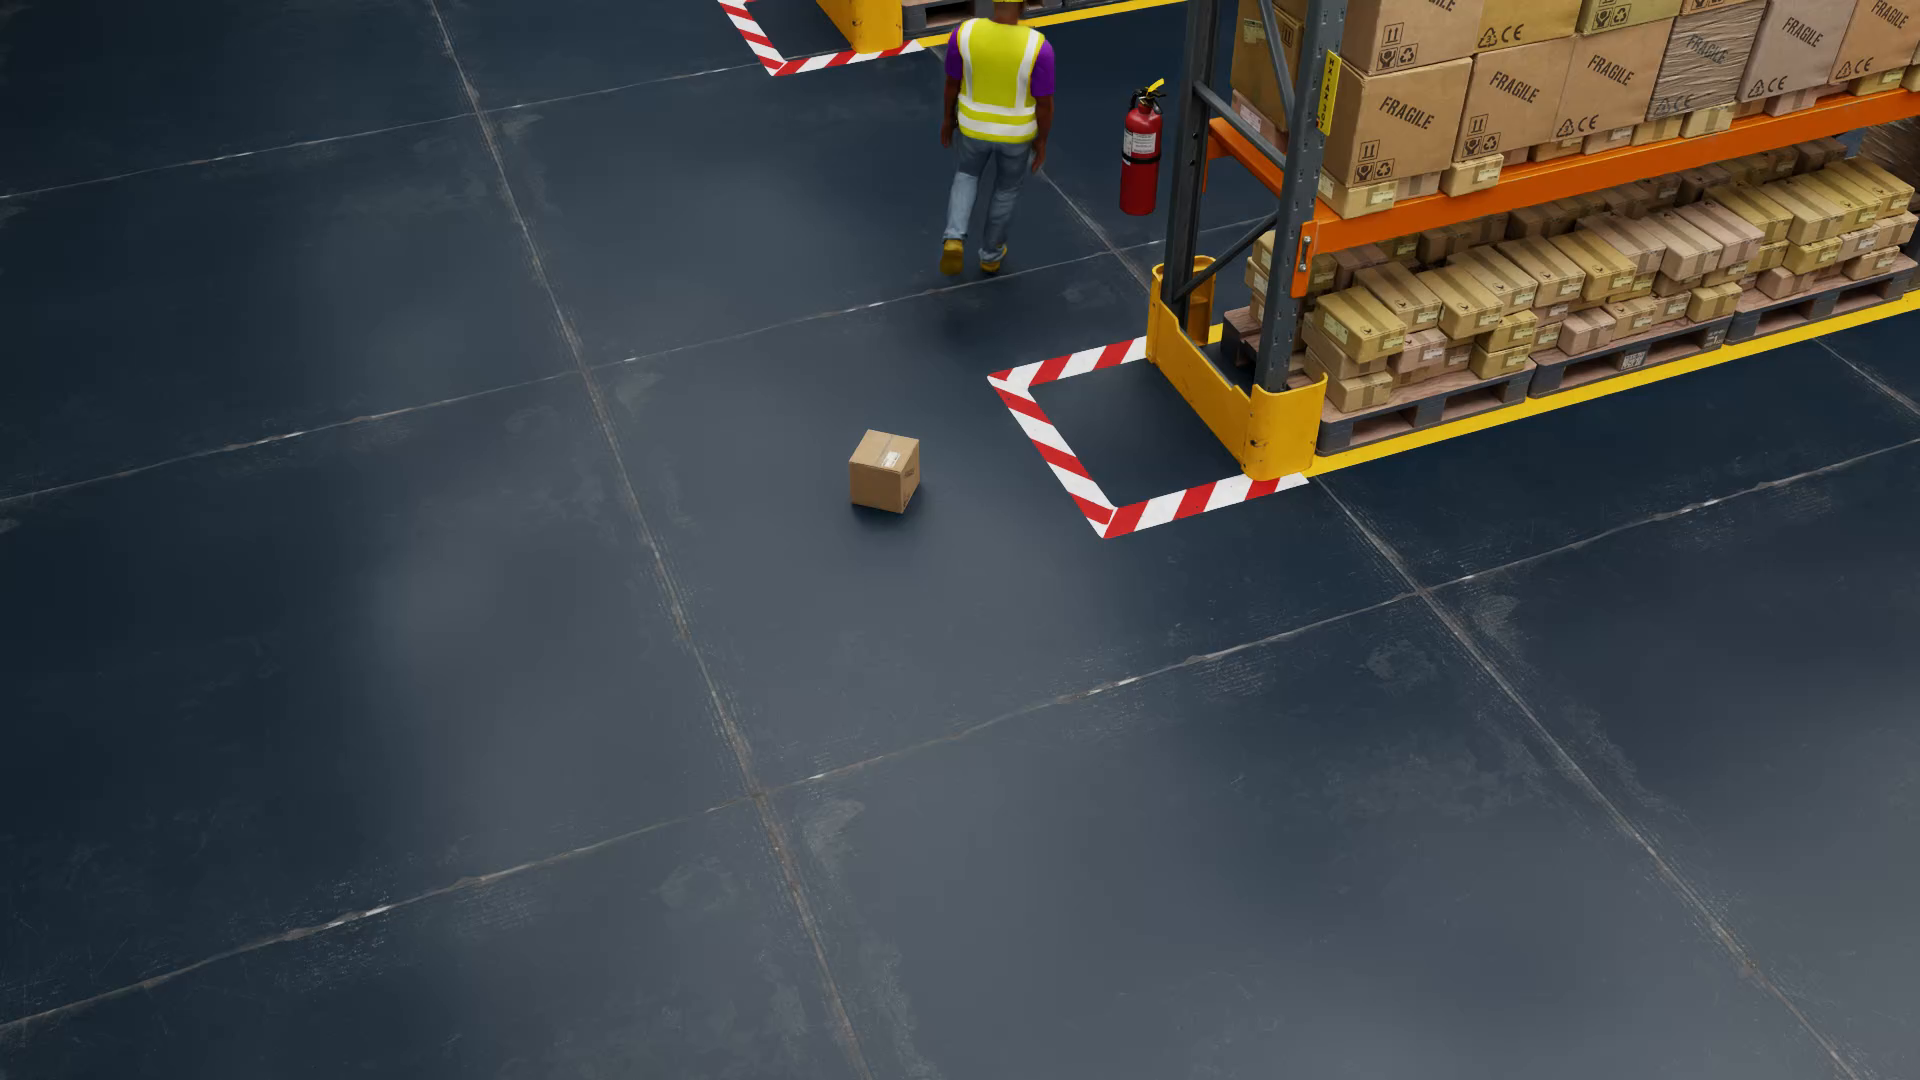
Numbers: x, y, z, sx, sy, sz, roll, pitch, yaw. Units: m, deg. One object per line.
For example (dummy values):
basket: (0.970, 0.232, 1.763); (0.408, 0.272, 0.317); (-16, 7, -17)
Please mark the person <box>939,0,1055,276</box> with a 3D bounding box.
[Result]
person: (0.186, -2.092, 8.510); (0.613, 1.707, 0.622); (9, 42, 10)
